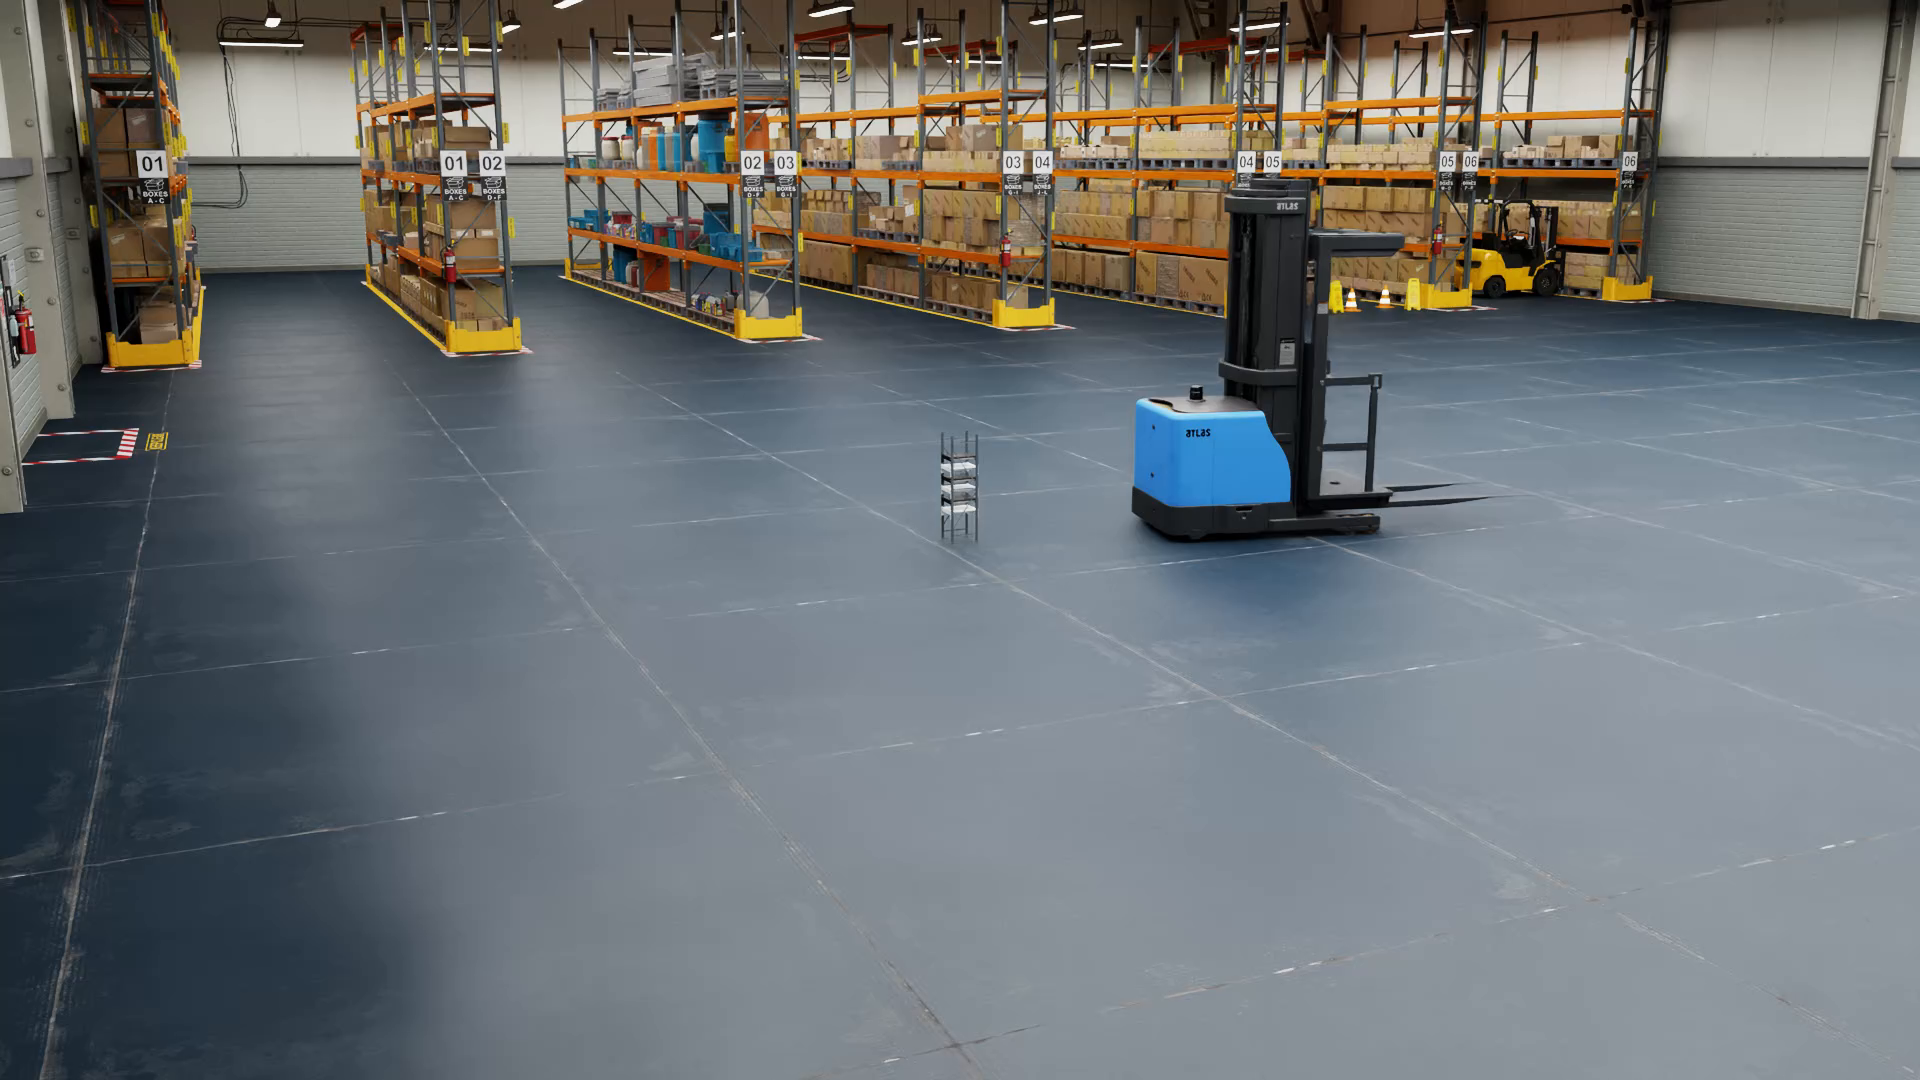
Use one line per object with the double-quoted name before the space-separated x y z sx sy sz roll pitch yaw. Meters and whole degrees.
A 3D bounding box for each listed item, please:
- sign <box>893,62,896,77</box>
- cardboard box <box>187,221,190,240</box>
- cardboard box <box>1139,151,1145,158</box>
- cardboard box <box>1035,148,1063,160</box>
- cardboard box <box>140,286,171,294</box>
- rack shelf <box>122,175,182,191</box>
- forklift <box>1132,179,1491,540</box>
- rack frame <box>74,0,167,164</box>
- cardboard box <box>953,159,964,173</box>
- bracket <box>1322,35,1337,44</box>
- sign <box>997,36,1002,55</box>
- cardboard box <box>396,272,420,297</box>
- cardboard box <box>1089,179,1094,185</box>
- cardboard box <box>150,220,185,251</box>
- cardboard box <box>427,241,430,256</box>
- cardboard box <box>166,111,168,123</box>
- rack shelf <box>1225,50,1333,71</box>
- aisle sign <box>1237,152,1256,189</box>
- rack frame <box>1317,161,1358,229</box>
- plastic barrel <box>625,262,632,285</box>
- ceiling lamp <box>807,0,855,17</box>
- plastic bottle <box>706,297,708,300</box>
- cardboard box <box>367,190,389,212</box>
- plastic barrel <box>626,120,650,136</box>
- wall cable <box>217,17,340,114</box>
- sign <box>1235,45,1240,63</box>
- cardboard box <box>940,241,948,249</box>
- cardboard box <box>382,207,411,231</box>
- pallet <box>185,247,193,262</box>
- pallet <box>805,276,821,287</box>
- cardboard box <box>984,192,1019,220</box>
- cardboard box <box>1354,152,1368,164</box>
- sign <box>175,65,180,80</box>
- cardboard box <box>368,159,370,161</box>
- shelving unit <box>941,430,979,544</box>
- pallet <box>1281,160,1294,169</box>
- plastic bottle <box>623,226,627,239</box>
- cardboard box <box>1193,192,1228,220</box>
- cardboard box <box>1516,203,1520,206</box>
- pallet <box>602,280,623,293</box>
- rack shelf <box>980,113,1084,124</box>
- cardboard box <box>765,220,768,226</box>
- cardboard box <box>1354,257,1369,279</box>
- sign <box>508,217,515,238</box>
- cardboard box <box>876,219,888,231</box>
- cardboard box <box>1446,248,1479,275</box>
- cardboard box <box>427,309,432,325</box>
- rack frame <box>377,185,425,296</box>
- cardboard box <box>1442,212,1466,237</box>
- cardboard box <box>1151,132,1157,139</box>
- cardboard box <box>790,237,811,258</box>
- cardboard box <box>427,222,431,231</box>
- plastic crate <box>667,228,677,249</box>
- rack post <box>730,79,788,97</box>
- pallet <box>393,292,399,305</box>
"sign" -1.485 -10.616 37.532 0.100 0.325 0.005 -6 14 -23
"cardboard box" -17.398 -6.892 36.331 0.980 0.700 0.700 -5 14 -22
"cardboard box" 4.044 -8.235 35.551 0.380 0.149 0.250 -6 14 -24
"cardboard box" 2.145 -9.180 40.009 0.500 0.500 0.500 -6 14 -23
"cardboard box" -14.481 -4.583 29.923 0.500 0.250 0.500 -6 14 -24
"rack shelf" -14.793 -6.504 30.261 1.077 0.370 4.000 -6 14 -23
"forklift" 3.081 -1.582 14.204 3.031 2.935 1.130 -3 13 -13
"rack frame" -12.389 -7.076 24.485 1.000 3.000 0.127 -6 14 -23
"cardboard box" 0.194 -7.273 32.323 0.500 0.250 0.500 -6 14 -24
"bracket" 10.434 -14.103 46.863 0.235 0.232 0.430 -6 14 -23
"sign" 0.710 -8.904 29.963 0.100 0.325 0.005 -6 14 -23
"cardboard box" -11.646 -5.423 35.215 0.500 0.500 0.500 -5 14 -21
"cardboard box" 3.955 -10.338 48.006 0.380 0.149 0.250 -5 14 -21
"cardboard box" -13.314 -5.109 27.918 0.500 0.500 0.500 -6 14 -23
"cardboard box" -9.691 -5.452 31.108 0.500 0.250 0.500 -5 14 -19
"cardboard box" -12.691 -6.475 26.057 0.500 0.500 0.500 -5 14 -21
"rack shelf" 9.245 -13.923 48.296 1.077 0.370 4.000 -6 14 -23
"aisle sign" 5.565 -7.147 32.333 0.394 0.787 0.004 -6 14 -23
"rack frame" 8.704 -7.217 38.399 1.000 3.000 0.127 -6 14 -23
"plastic barrel" -7.488 -6.135 38.310 0.421 0.512 0.421 0 13 0
"ceiling lamp" -2.296 -11.866 32.236 0.800 3.185 2.000 -6 14 -23
"plastic bottle" -4.802 -4.489 31.689 0.097 0.271 0.097 0 13 0
"cardboard box" -13.913 -8.116 39.846 0.500 0.500 0.500 -5 14 -22
"plastic barrel" -7.295 -9.099 37.834 0.600 0.901 0.708 -6 14 -23
"wall cable" -18.258 -12.774 44.793 3.097 2.526 0.112 -6 14 -23
"sign" 5.309 -9.293 31.817 0.100 0.325 0.005 -6 14 -23
"cardboard box" -0.180 -5.920 33.351 0.380 0.149 0.250 -6 14 -23
"cardboard box" -12.340 -7.079 36.652 0.700 0.500 0.500 -3 13 -14
"pallet" -14.164 -5.057 29.493 1.003 0.211 1.213 -6 14 -23
"pallet" -3.202 -6.463 41.328 1.003 0.211 1.213 -6 14 -23
"cardboard box" 0.780 -6.267 31.198 0.500 0.500 0.500 -6 14 -23
"cardboard box" 9.034 -8.424 36.636 0.500 0.250 0.500 -5 14 -22
"sign" -18.296 -10.921 38.853 0.100 0.325 0.005 -6 14 -23
"cardboard box" -13.496 -8.752 38.713 0.500 0.250 0.500 -6 14 -23
"shelving unit" -0.003 -0.440 13.776 0.258 0.900 0.210 -6 14 -23
"pallet" 8.136 -8.938 39.599 1.213 0.211 1.003 -6 14 -23
"plastic bottle" -7.527 -6.925 37.397 0.061 0.283 0.133 -6 14 -23
"cardboard box" 5.294 -6.835 34.022 0.875 0.550 0.550 -6 14 -23
"cardboard box" 13.405 -7.985 39.399 0.380 0.149 0.250 -6 14 -24
"pallet" -7.848 -6.005 39.349 1.003 0.211 1.213 -6 14 -23
"rack shelf" 1.806 -10.366 41.183 1.077 0.370 4.000 -6 14 -23
"cardboard box" -4.930 -8.363 43.910 0.380 0.149 0.250 -6 14 -24
"cardboard box" 9.125 -6.084 37.009 0.500 0.500 0.500 -5 14 -20
"sign" -7.341 -5.111 27.203 0.100 0.325 0.005 -6 14 -23
"cardboard box" -1.517 -6.913 36.486 0.500 0.250 0.500 -6 14 -25
"cardboard box" 12.728 -6.981 41.717 0.875 0.625 0.625 -6 14 -24
"cardboard box" -9.155 -3.962 29.503 0.500 0.250 0.500 -6 14 -23
"rack frame" -12.659 -7.081 37.810 1.000 3.000 0.127 -6 14 -23
"cardboard box" 10.371 -6.707 35.315 0.500 0.500 0.500 -6 14 -24
"cardboard box" 4.248 -8.519 35.008 0.380 0.149 0.250 -6 14 -23
"cardboard box" -3.772 -7.288 42.486 0.875 0.875 0.875 -6 14 -23
"cardboard box" -9.423 -5.668 30.045 0.380 0.149 0.250 -5 14 -22
"plastic crate" -5.641 -6.066 33.464 0.392 0.384 0.575 -6 14 -23
"rack post" -3.498 -7.895 29.132 0.937 0.300 0.954 -4 14 -17
"pallet" -11.806 -5.305 36.323 1.003 0.211 1.213 -6 14 -23
